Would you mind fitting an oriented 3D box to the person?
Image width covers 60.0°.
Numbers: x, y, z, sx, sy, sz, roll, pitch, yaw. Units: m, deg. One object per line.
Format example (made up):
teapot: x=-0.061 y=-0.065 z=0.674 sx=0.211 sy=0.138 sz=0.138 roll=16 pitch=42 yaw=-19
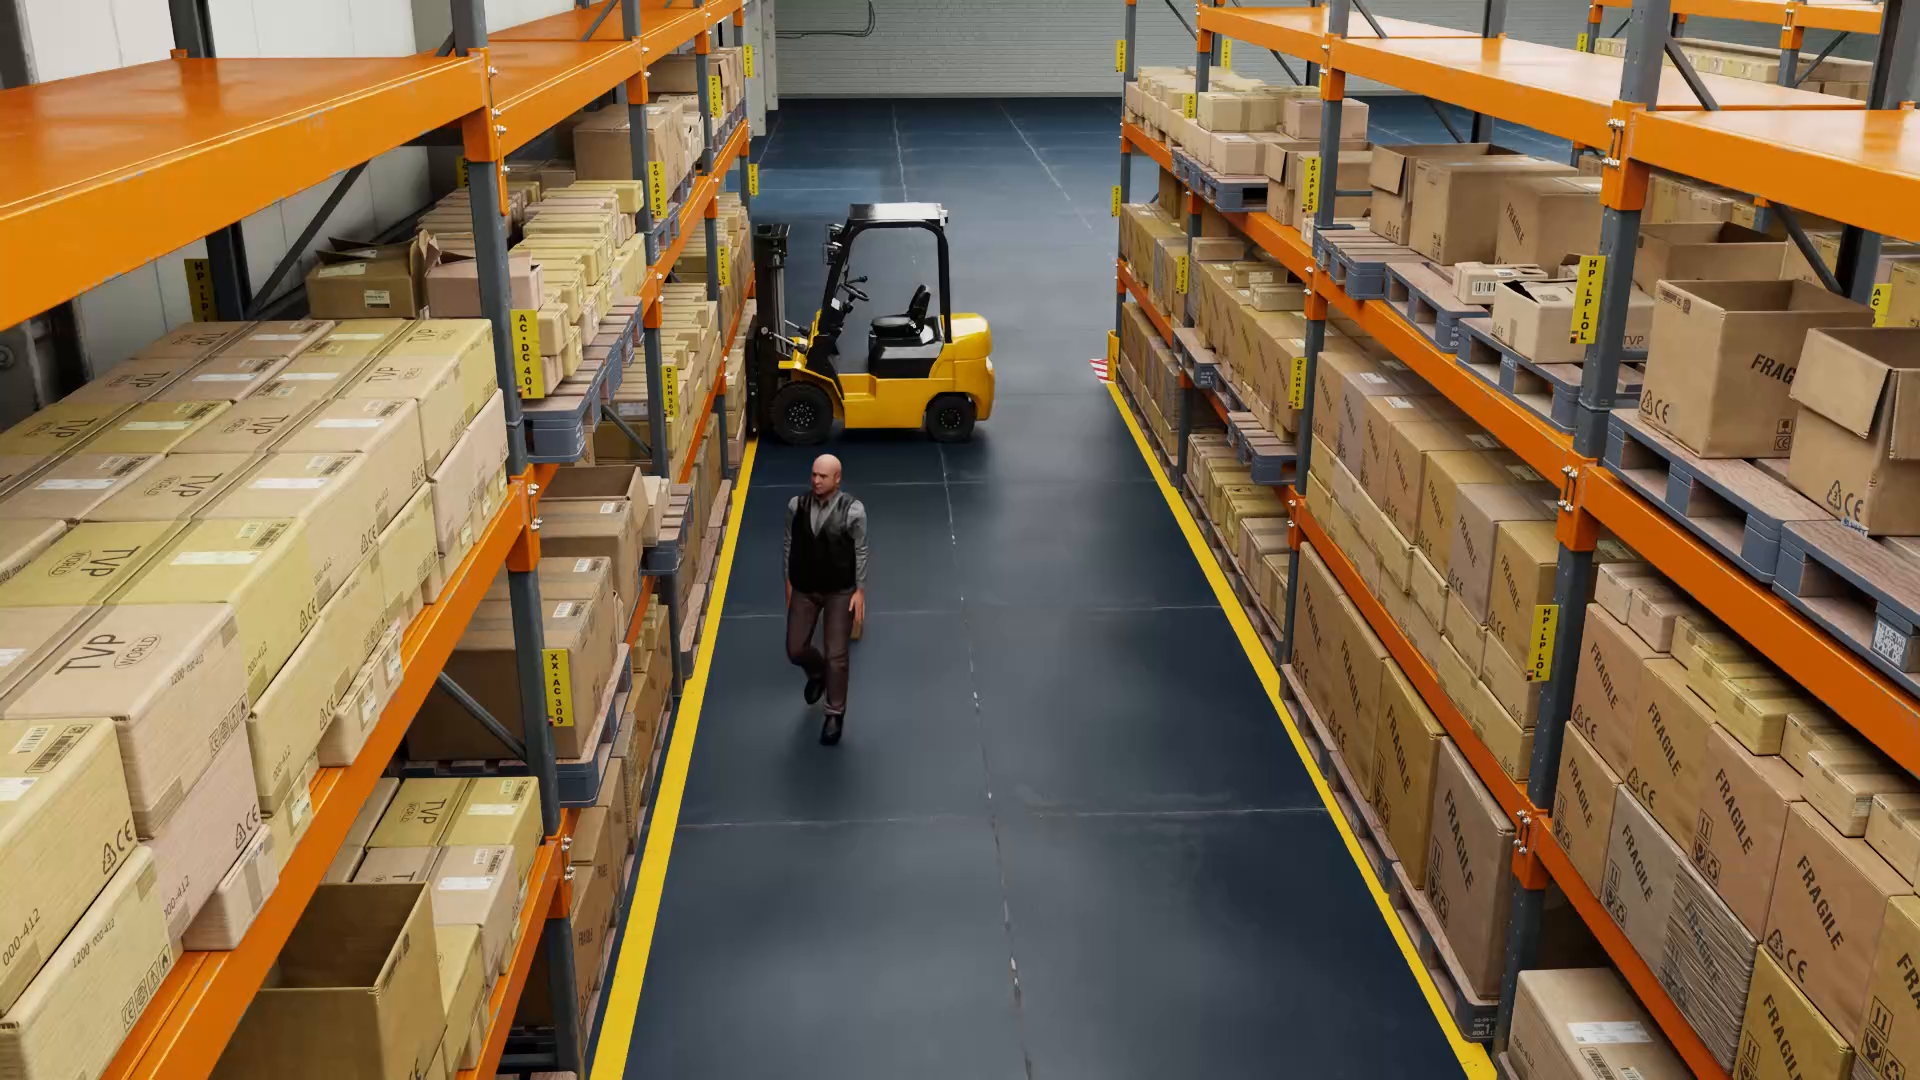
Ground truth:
person: x=-0.843 y=0.321 z=10.220 sx=0.554 sy=1.709 sz=0.662 roll=5 pitch=21 yaw=13
